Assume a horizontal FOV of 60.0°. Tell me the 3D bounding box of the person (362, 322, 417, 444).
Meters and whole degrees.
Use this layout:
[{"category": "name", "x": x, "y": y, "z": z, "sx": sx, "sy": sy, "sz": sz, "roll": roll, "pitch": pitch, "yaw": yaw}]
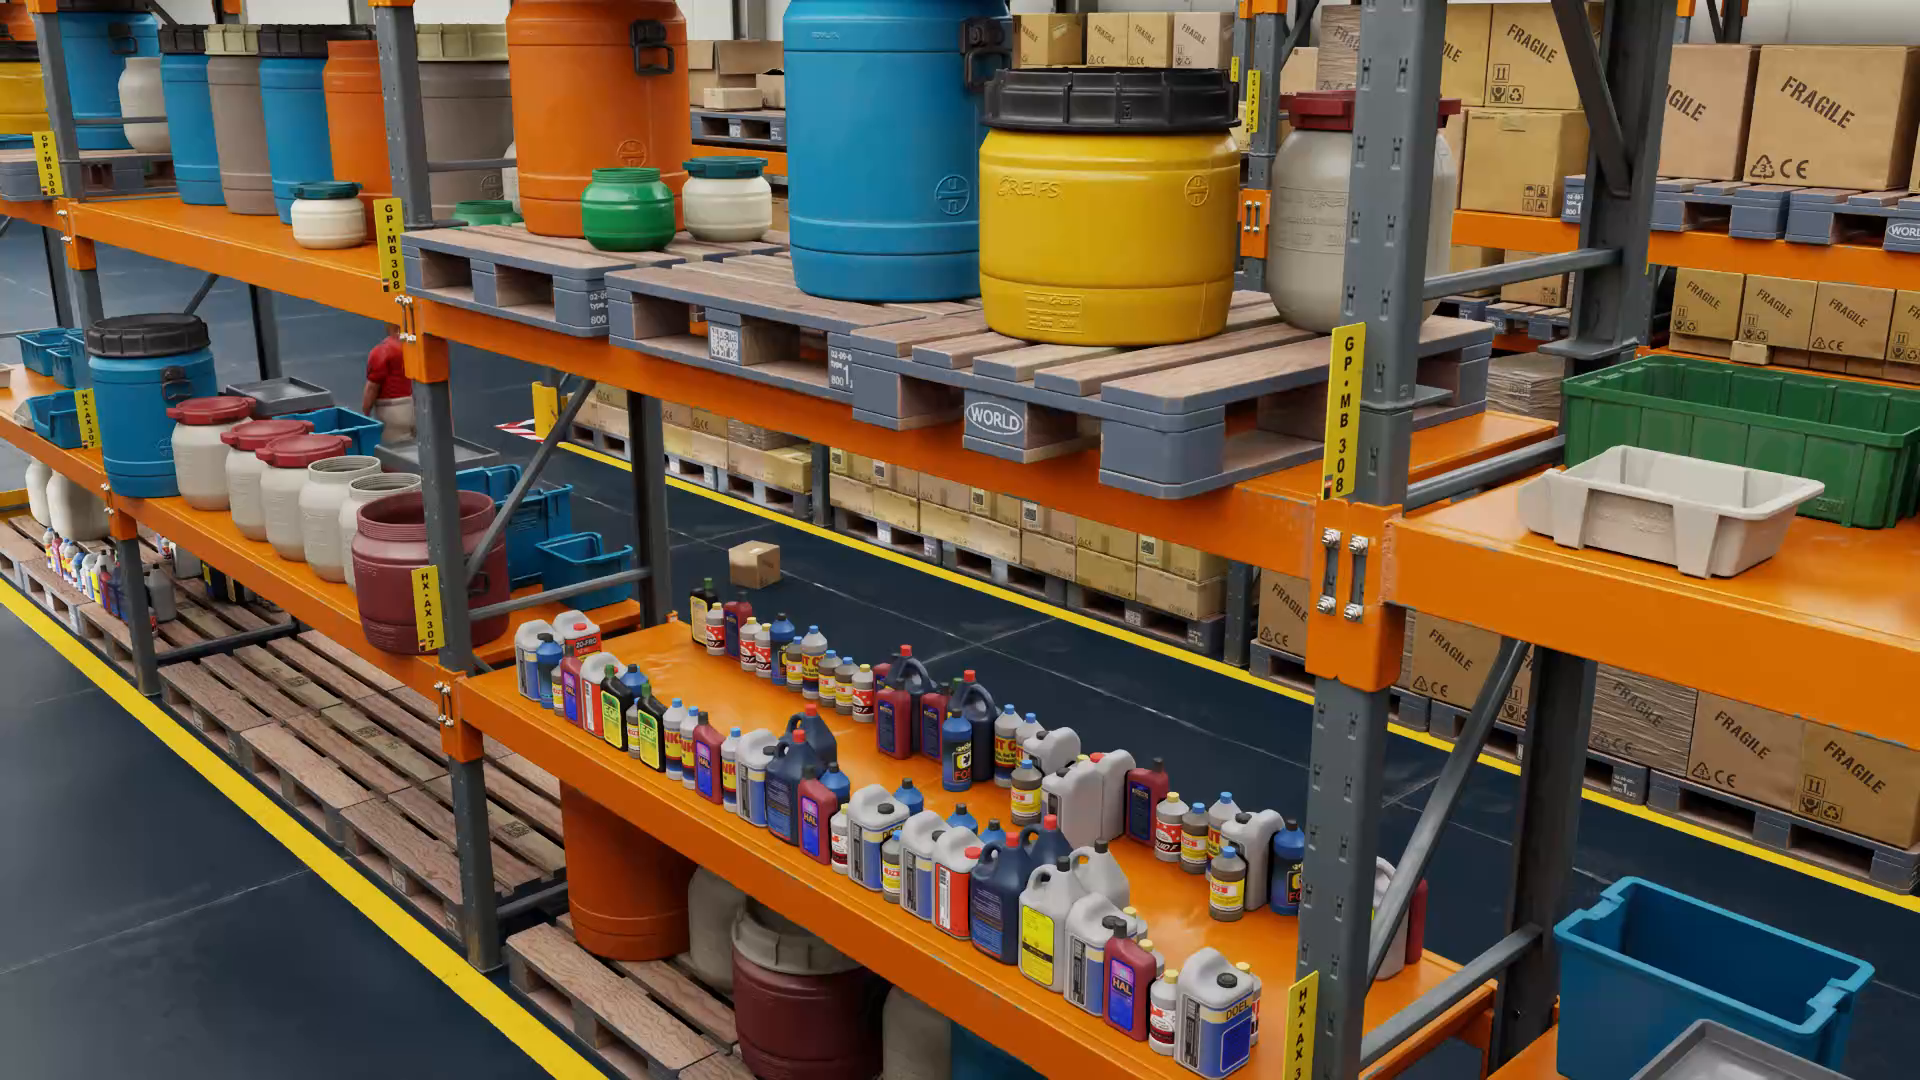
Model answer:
[{"category": "person", "x": -4.260, "y": -0.943, "z": 12.625, "sx": 0.991, "sy": 1.678, "sz": 0.525, "roll": 10, "pitch": 20, "yaw": 29}]
